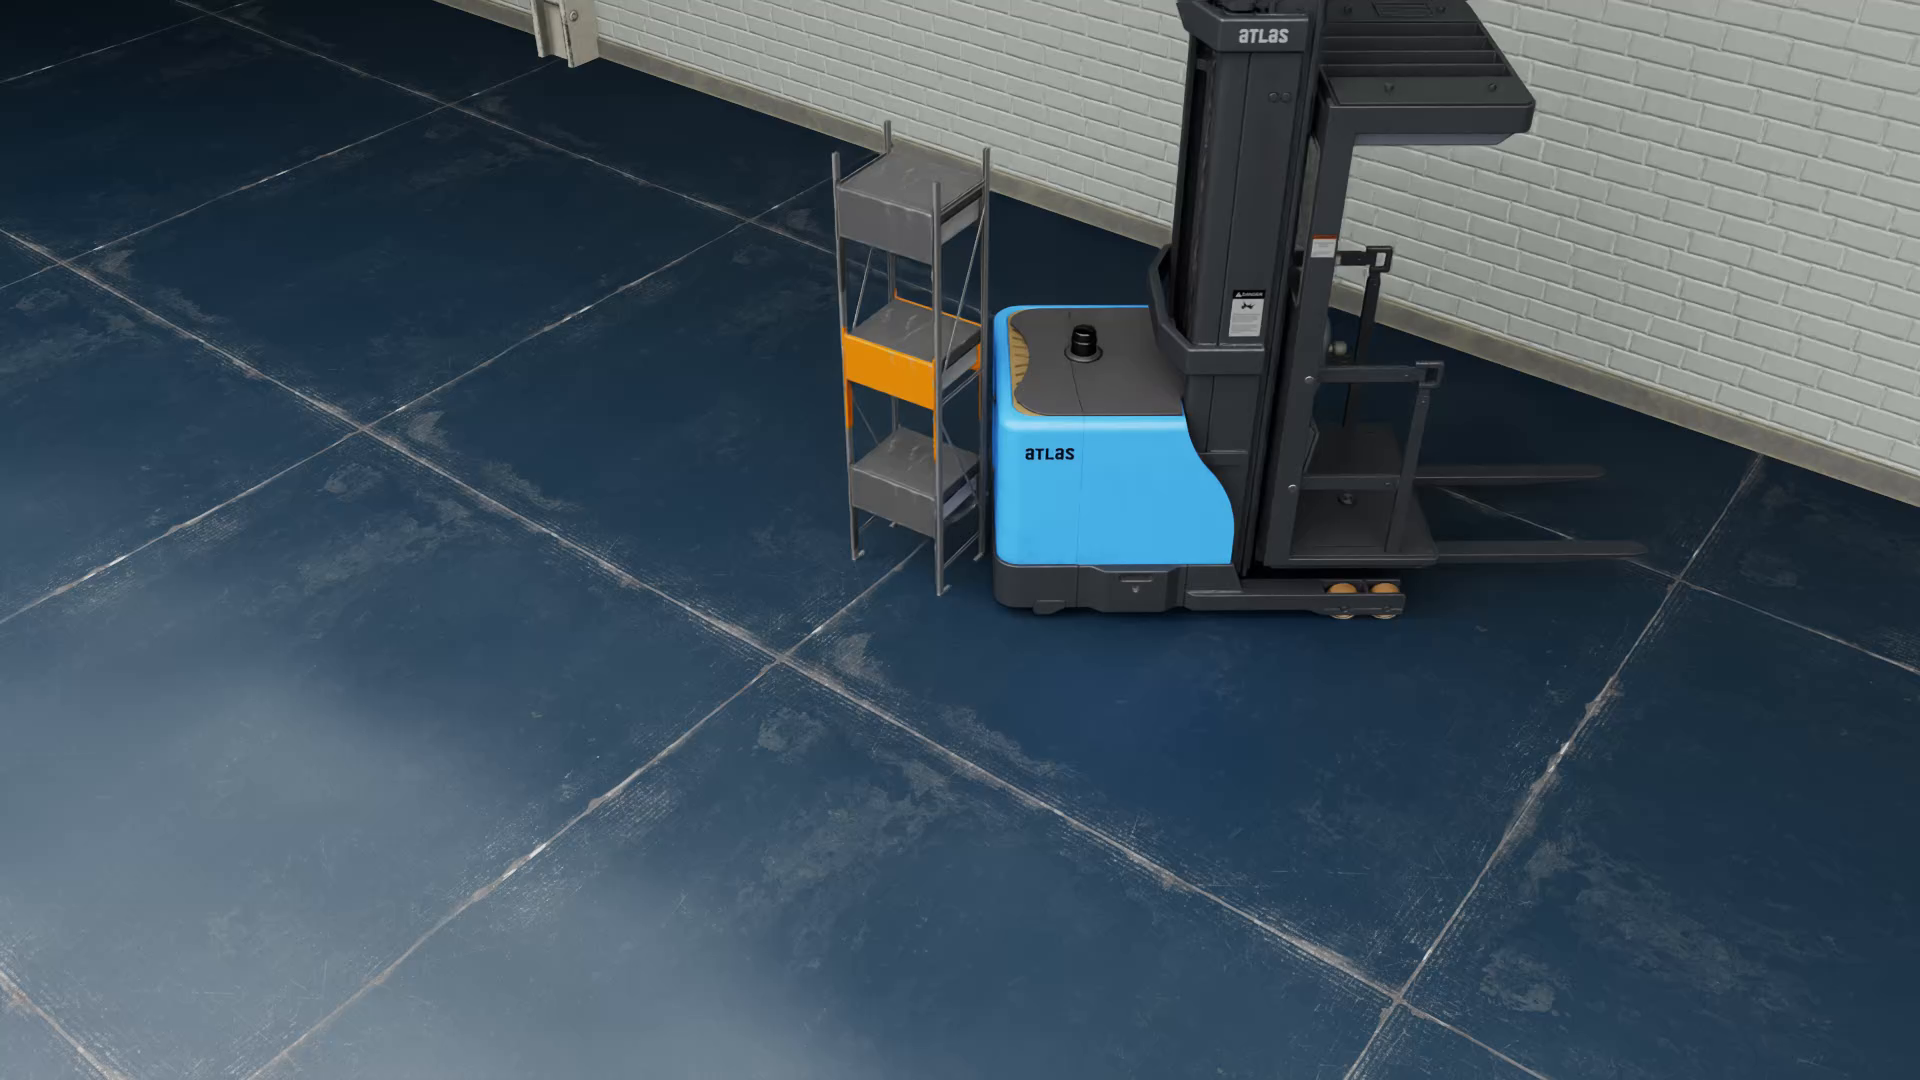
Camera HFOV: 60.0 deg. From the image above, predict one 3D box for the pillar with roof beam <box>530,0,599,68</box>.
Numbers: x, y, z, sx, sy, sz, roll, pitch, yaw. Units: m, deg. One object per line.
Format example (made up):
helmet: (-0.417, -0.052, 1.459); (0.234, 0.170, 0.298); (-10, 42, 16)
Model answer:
pillar with roof beam: (-5.643, -5.198, 7.450); (0.400, 9.000, 9.100); (25, 45, 29)

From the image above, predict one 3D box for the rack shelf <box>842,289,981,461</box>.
rack shelf: (-0.198, -0.736, 7.369); (0.480, 0.518, 0.431); (22, 43, 25)

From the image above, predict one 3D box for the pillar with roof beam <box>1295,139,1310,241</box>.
pillar with roof beam: (-0.877, -2.951, 4.580); (0.400, 9.000, 9.100); (25, 45, 29)

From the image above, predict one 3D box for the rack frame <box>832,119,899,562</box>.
rack frame: (-0.403, -0.828, 7.465); (0.015, 2.100, 0.400); (22, 43, 25)

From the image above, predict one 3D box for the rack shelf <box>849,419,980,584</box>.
rack shelf: (-0.198, -0.185, 7.801); (0.480, 0.518, 0.431); (22, 43, 25)

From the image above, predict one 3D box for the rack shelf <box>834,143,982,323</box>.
rack shelf: (-0.198, -1.287, 6.938); (0.480, 0.518, 0.431); (22, 43, 25)

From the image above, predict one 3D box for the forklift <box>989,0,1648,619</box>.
forklift: (1.664, -1.119, 7.163); (3.031, 2.935, 1.130); (0, 38, 0)

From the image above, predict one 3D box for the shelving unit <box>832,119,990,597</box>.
shelving unit: (-0.198, -0.747, 7.361); (0.503, 2.100, 0.431); (22, 43, 25)

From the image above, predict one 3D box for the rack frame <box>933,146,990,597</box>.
rack frame: (0.007, -0.665, 7.257); (0.015, 2.100, 0.400); (22, 43, 25)
